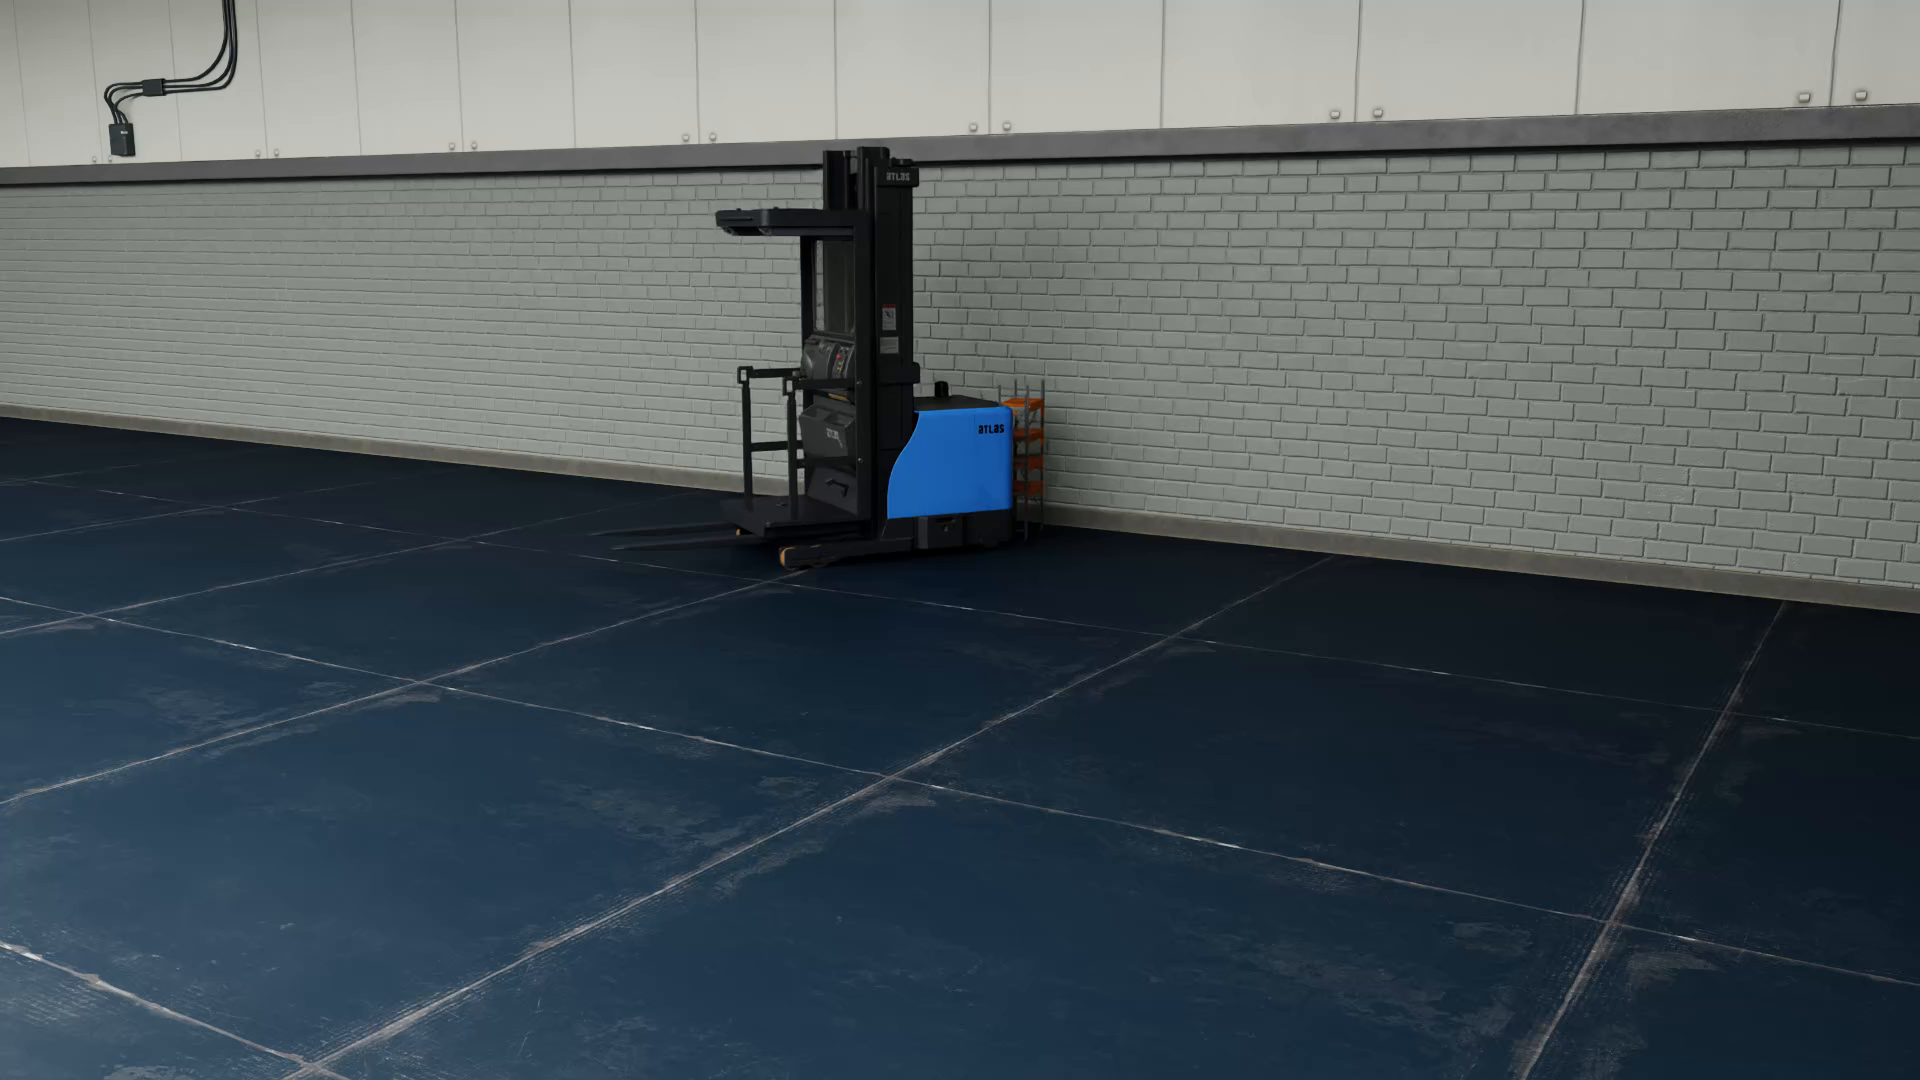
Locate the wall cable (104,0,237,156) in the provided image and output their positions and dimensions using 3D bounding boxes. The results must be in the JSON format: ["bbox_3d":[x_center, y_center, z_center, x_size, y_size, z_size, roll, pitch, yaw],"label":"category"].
[{"bbox_3d":[-8.770,-7.275,18.034,2.305,6.003,0.169,6,12,31],"label":"wall cable"}]

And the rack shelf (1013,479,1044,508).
[{"bbox_3d":[0.475,-0.367,13.015,0.258,0.148,0.480,3,11,16],"label":"rack shelf"}]

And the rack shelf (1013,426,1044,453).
[{"bbox_3d":[0.475,-0.782,12.937,0.258,0.148,0.480,3,11,16],"label":"rack shelf"}]

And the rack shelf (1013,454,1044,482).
[{"bbox_3d":[0.475,-0.562,12.978,0.258,0.148,0.480,3,11,16],"label":"rack shelf"}]

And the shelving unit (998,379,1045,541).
[{"bbox_3d":[0.475,-0.629,12.966,0.258,1.200,0.503,3,11,16],"label":"shelving unit"}]

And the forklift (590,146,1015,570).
[{"bbox_3d":[-1.146,-1.336,12.042,3.031,2.935,1.130,-5,12,-25],"label":"forklift"}]

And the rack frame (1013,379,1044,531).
[{"bbox_3d":[0.545,-0.672,13.196,0.240,1.200,0.015,3,11,16],"label":"rack frame"}]

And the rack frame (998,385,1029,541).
[{"bbox_3d":[0.405,-0.586,12.736,0.240,1.200,0.015,3,11,16],"label":"rack frame"}]

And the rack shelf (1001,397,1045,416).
[{"bbox_3d":[0.475,-1.015,12.893,0.258,0.148,0.480,3,11,16],"label":"rack shelf"}]
